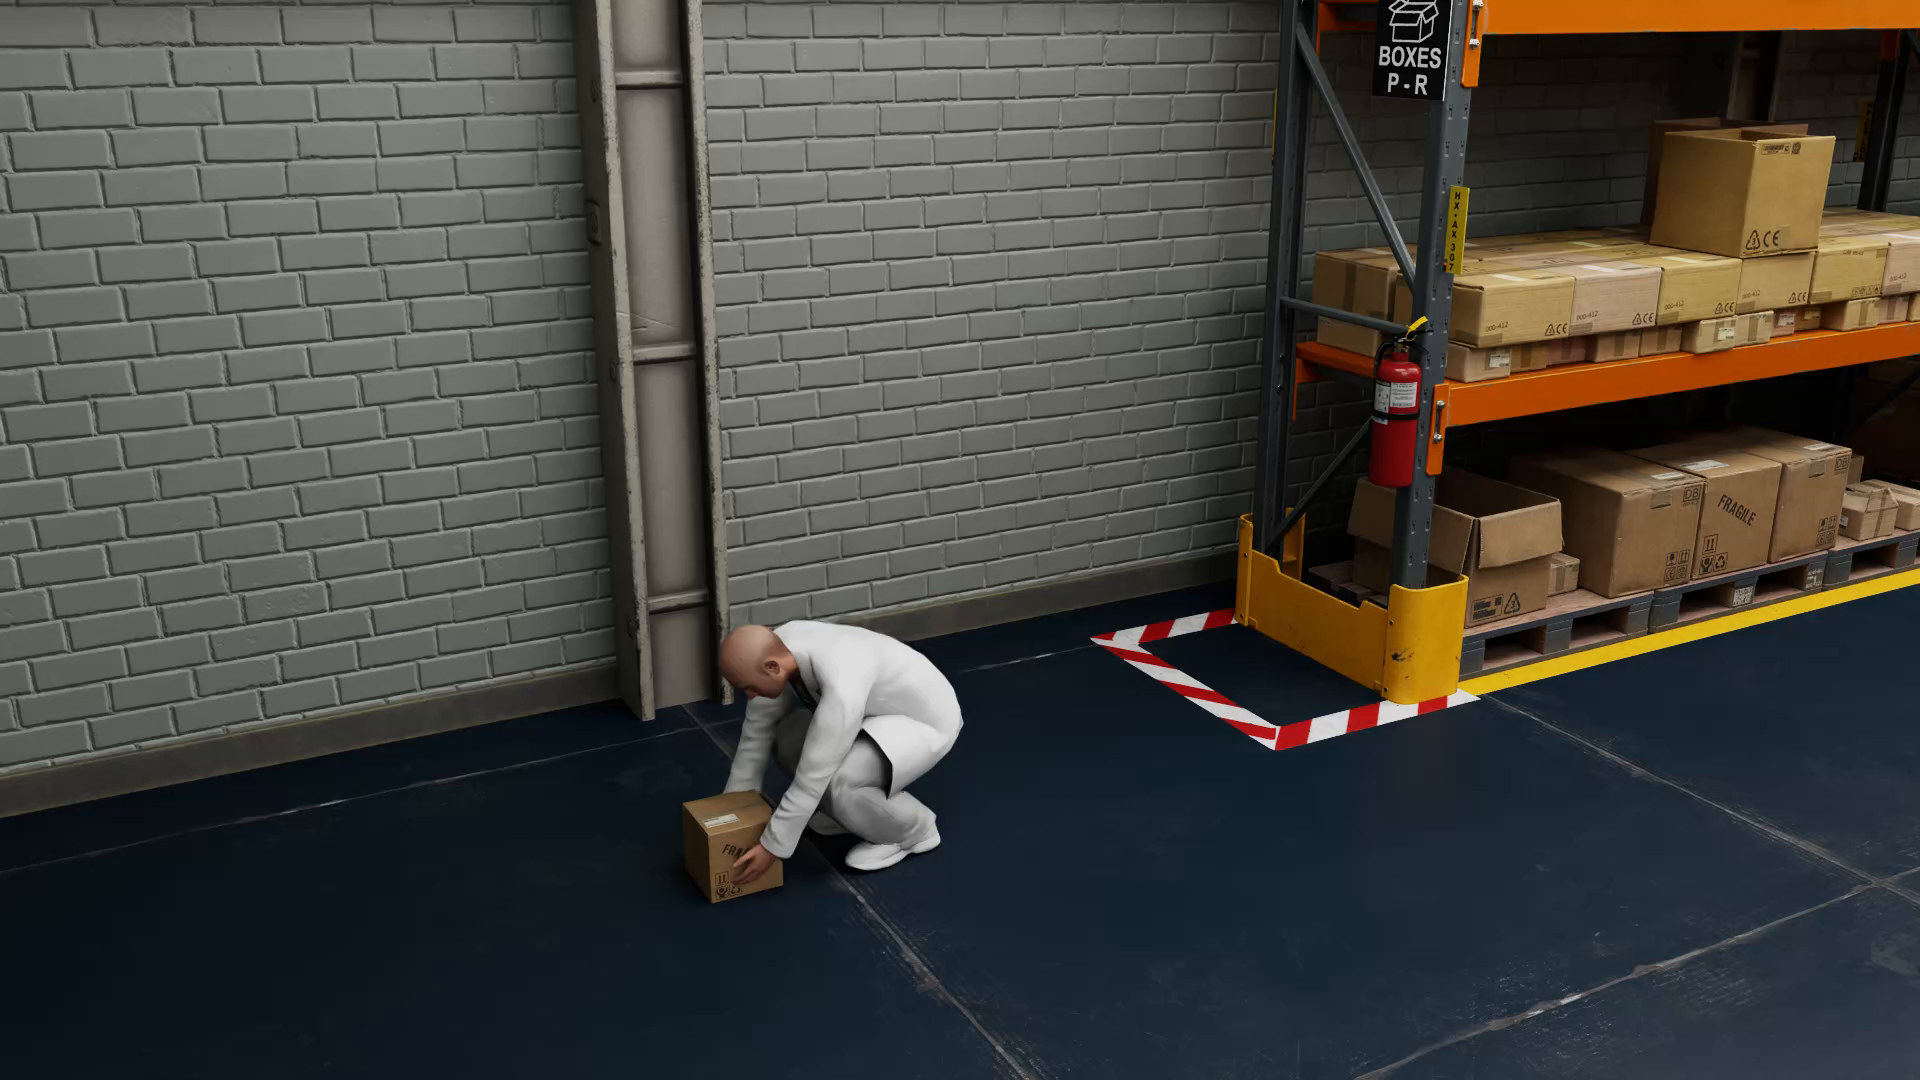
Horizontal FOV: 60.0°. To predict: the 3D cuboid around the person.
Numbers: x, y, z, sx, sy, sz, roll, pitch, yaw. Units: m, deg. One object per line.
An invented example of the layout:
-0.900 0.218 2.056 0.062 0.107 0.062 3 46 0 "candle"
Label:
-0.435 0.663 5.551 0.960 0.885 0.590 -10 21 -29 "person"
